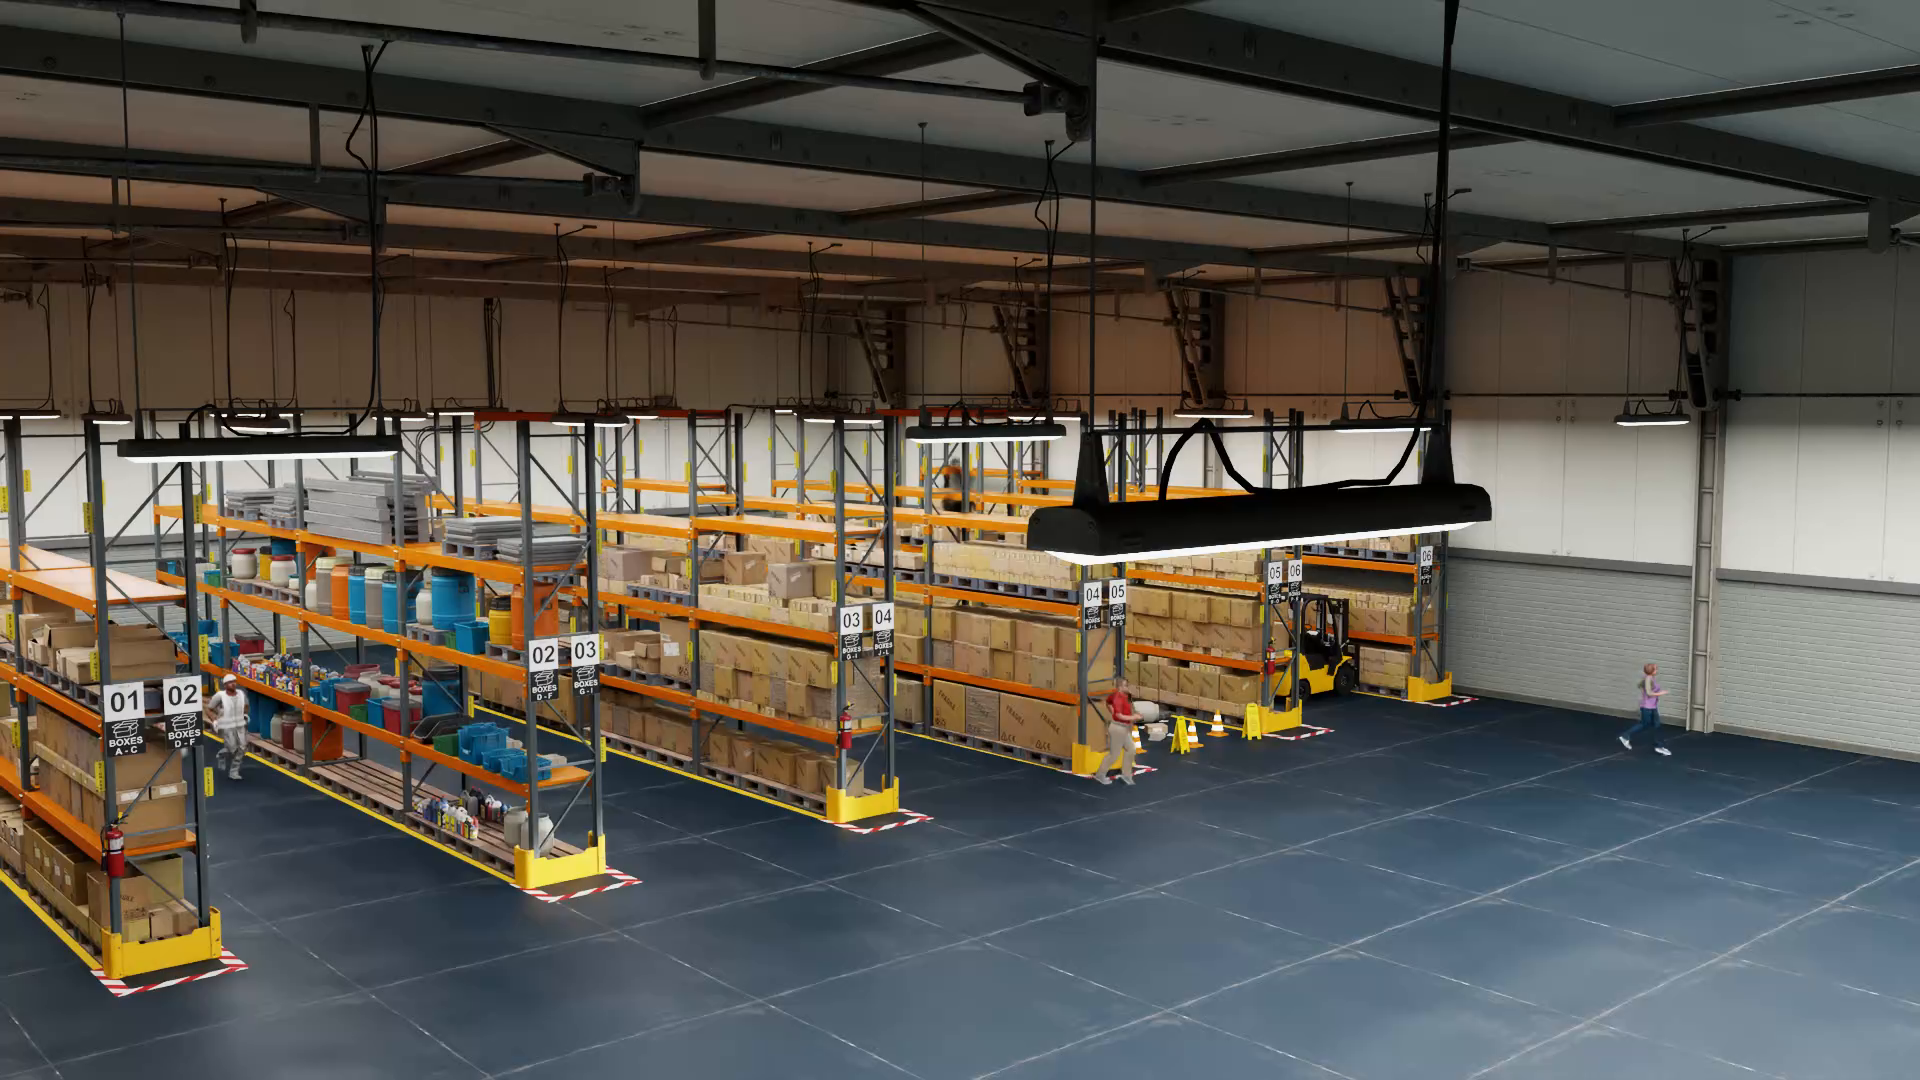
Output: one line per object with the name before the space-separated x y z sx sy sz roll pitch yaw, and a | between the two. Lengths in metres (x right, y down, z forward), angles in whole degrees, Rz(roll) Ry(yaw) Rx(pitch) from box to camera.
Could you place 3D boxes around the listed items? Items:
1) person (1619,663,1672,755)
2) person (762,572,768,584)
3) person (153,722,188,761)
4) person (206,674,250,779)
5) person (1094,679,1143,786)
person | 12.062 2.955 29.200 0.859 1.581 0.565 3 6 31
person | -5.286 1.567 44.436 0.578 1.733 0.716 -2 5 -24
person | -12.802 3.106 27.031 0.609 1.729 0.648 5 7 43
person | -11.976 3.068 27.350 0.597 1.734 0.691 4 7 40
person | 2.564 3.137 26.850 0.786 1.821 0.684 1 5 11
